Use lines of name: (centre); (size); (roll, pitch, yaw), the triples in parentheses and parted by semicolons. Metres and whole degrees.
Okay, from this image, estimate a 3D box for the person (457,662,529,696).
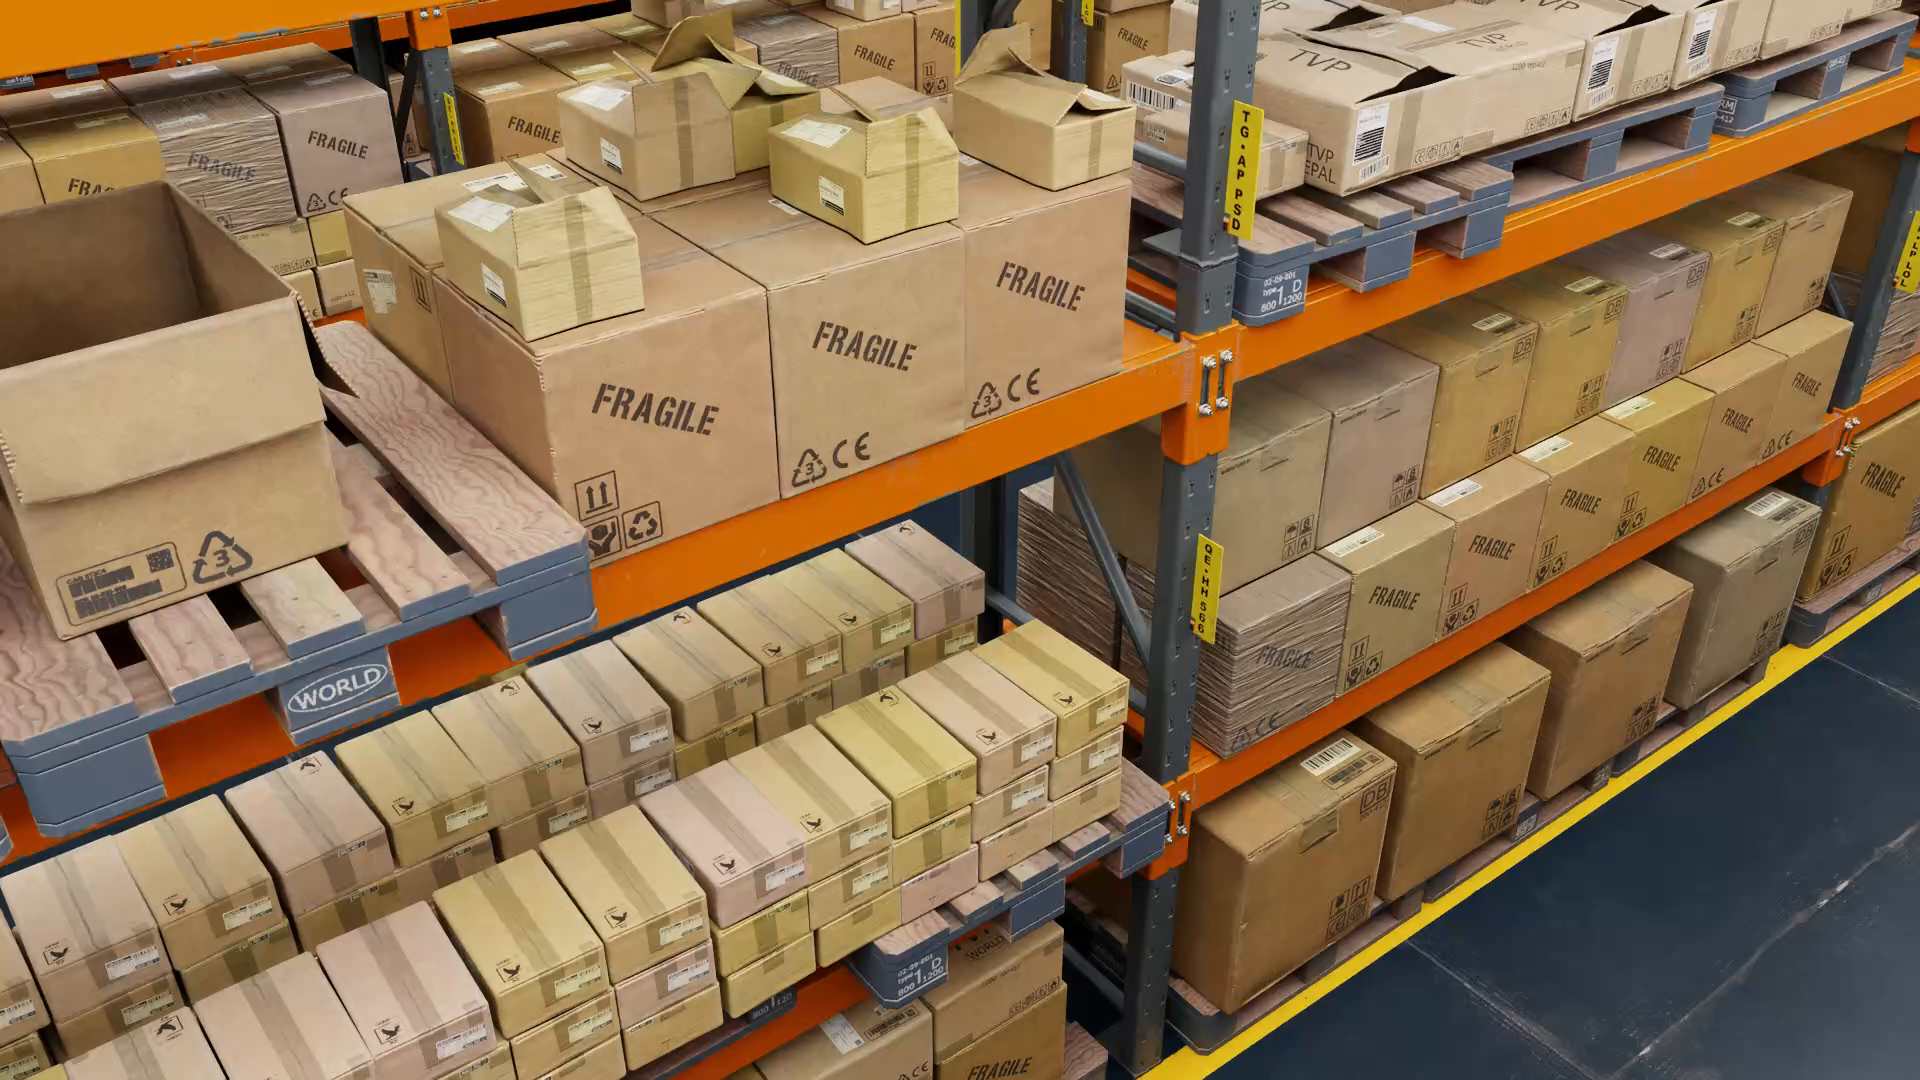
person: (-1.699, 0.754, 6.230); (0.725, 1.361, 0.600); (-26, 41, -35)
